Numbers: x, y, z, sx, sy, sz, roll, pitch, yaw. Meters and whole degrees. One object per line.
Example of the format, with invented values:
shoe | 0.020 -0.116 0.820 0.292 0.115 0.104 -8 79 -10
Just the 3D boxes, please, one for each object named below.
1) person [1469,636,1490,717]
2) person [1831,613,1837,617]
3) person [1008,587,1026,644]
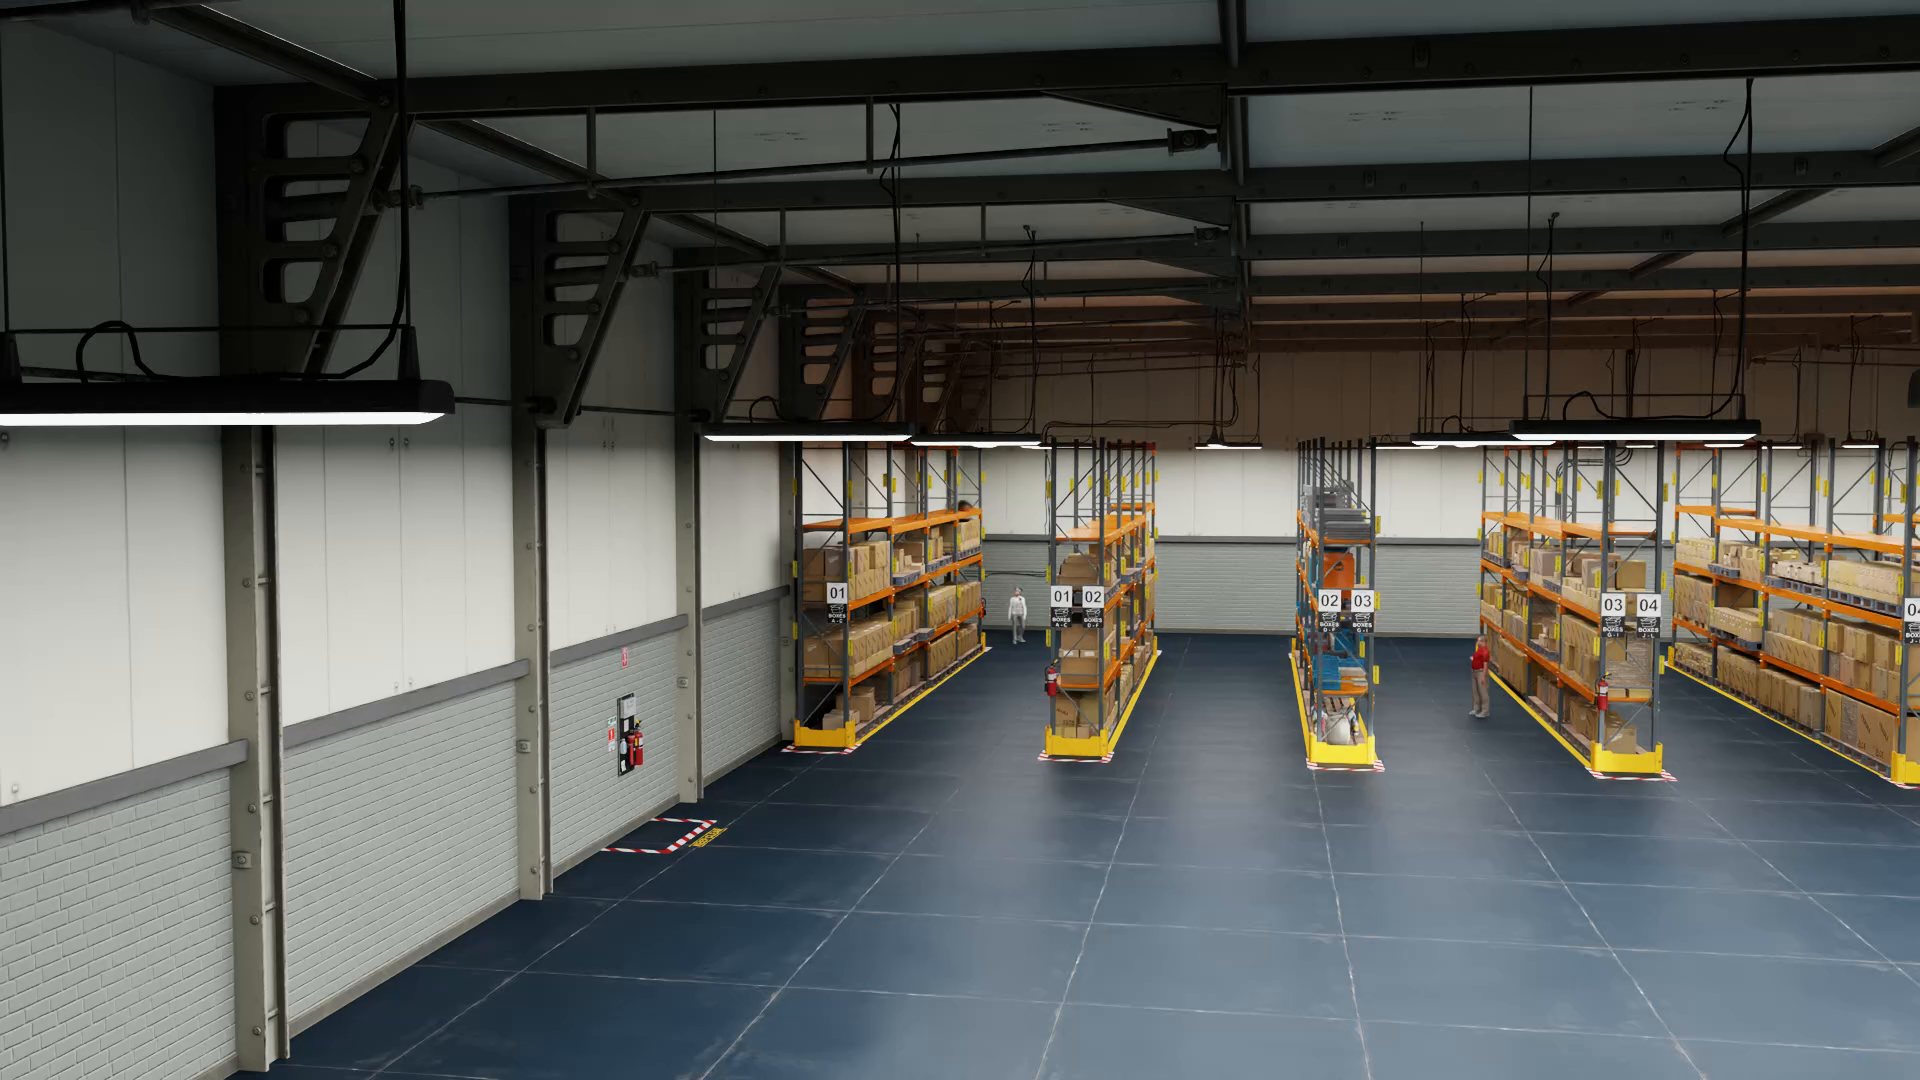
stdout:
person | 11.265 2.946 36.014 0.380 1.734 0.574 -1 3 -10
person | 21.401 2.681 40.907 0.607 1.819 0.603 0 3 -7
person | 1.709 2.250 49.706 0.533 1.702 0.445 -1 3 -10
